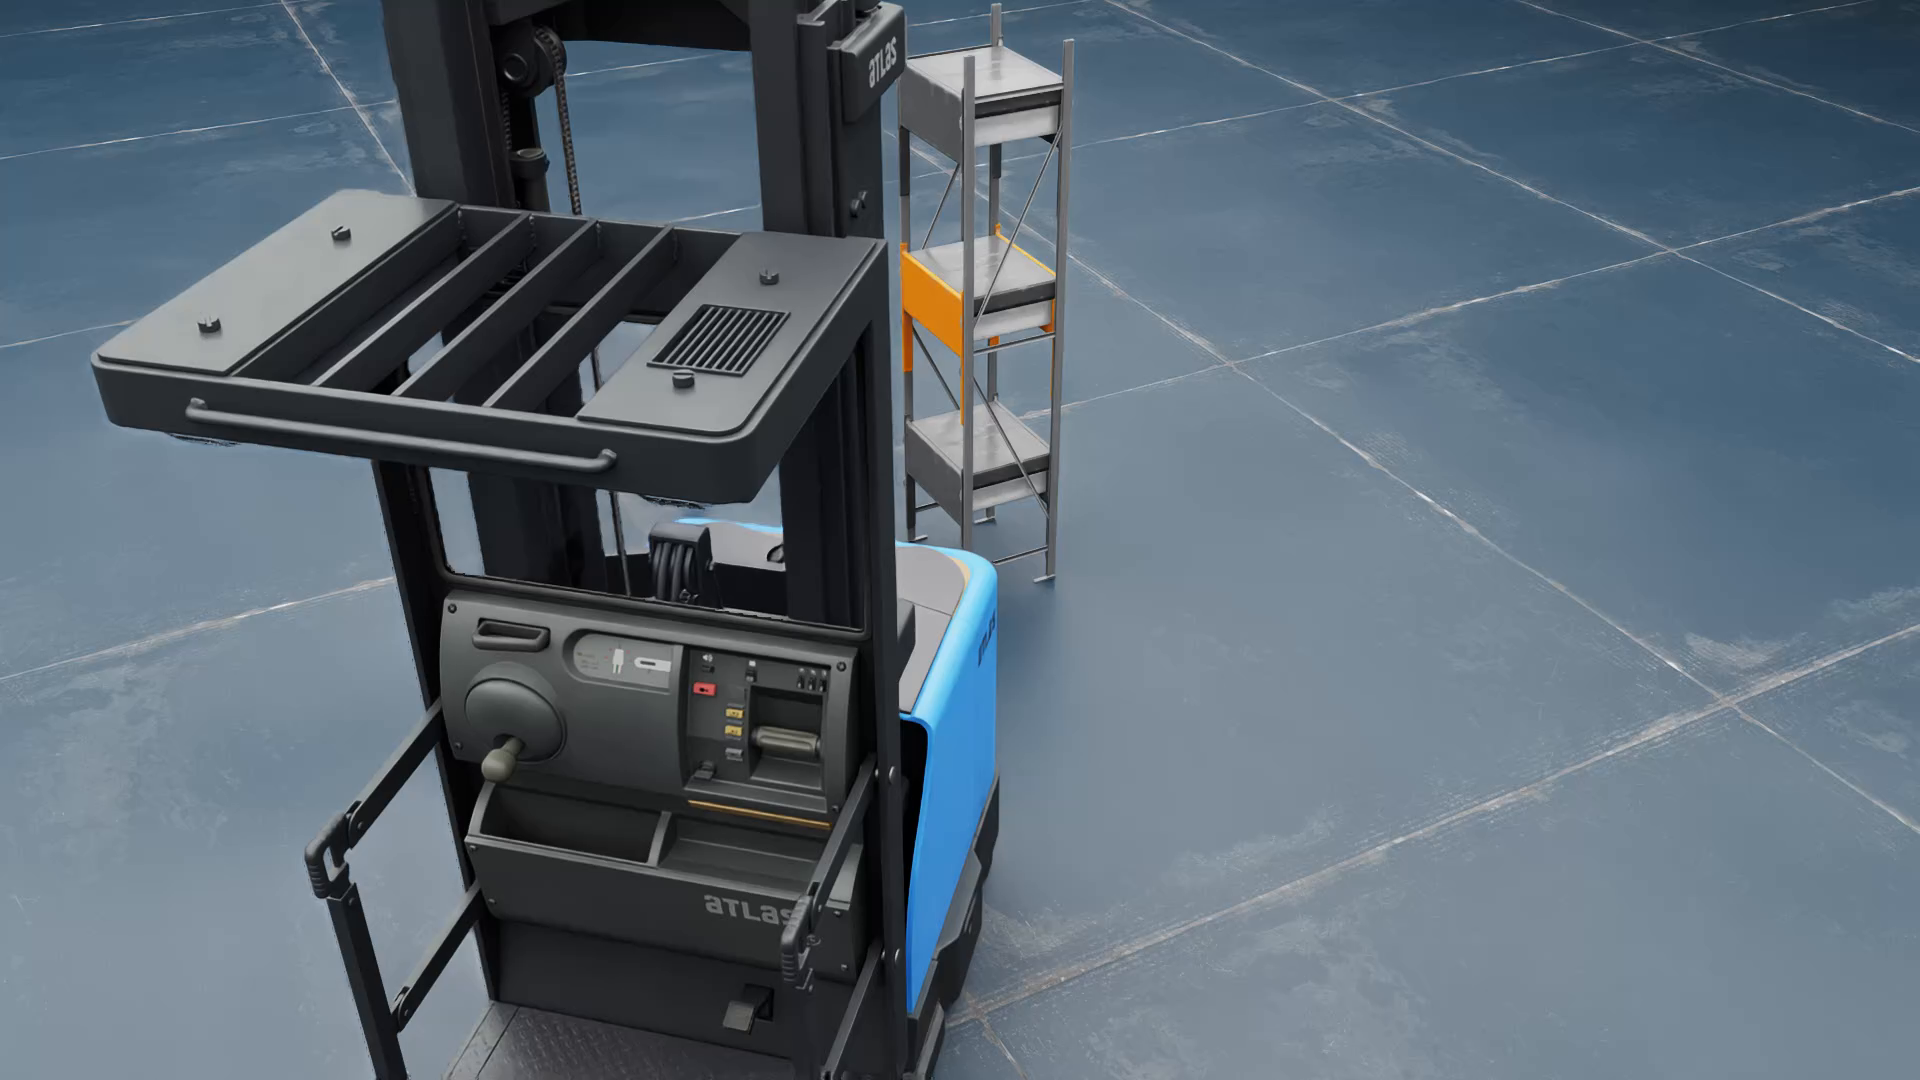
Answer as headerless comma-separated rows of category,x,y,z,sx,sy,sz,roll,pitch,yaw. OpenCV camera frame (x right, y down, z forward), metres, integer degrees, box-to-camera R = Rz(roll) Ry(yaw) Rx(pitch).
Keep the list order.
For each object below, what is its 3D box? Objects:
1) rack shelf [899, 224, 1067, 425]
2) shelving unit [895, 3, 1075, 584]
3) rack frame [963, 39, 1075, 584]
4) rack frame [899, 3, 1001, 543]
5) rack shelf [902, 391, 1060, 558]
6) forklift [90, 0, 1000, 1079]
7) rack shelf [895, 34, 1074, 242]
rack shelf,0.077,-0.794,6.068,0.431,0.518,0.480,-16,36,-23
shelving unit,0.077,-0.805,6.060,0.431,2.100,0.503,-16,36,-23
rack frame,0.191,-0.689,5.879,0.400,2.100,0.015,-16,36,-23
rack frame,-0.037,-0.922,6.242,0.400,2.100,0.015,-16,36,-23
rack shelf,0.077,-0.204,6.445,0.431,0.518,0.480,-16,36,-23
forklift,-0.727,0.418,3.381,1.130,2.935,3.031,7,33,12
rack shelf,0.077,-1.383,5.690,0.431,0.518,0.480,-16,36,-23
